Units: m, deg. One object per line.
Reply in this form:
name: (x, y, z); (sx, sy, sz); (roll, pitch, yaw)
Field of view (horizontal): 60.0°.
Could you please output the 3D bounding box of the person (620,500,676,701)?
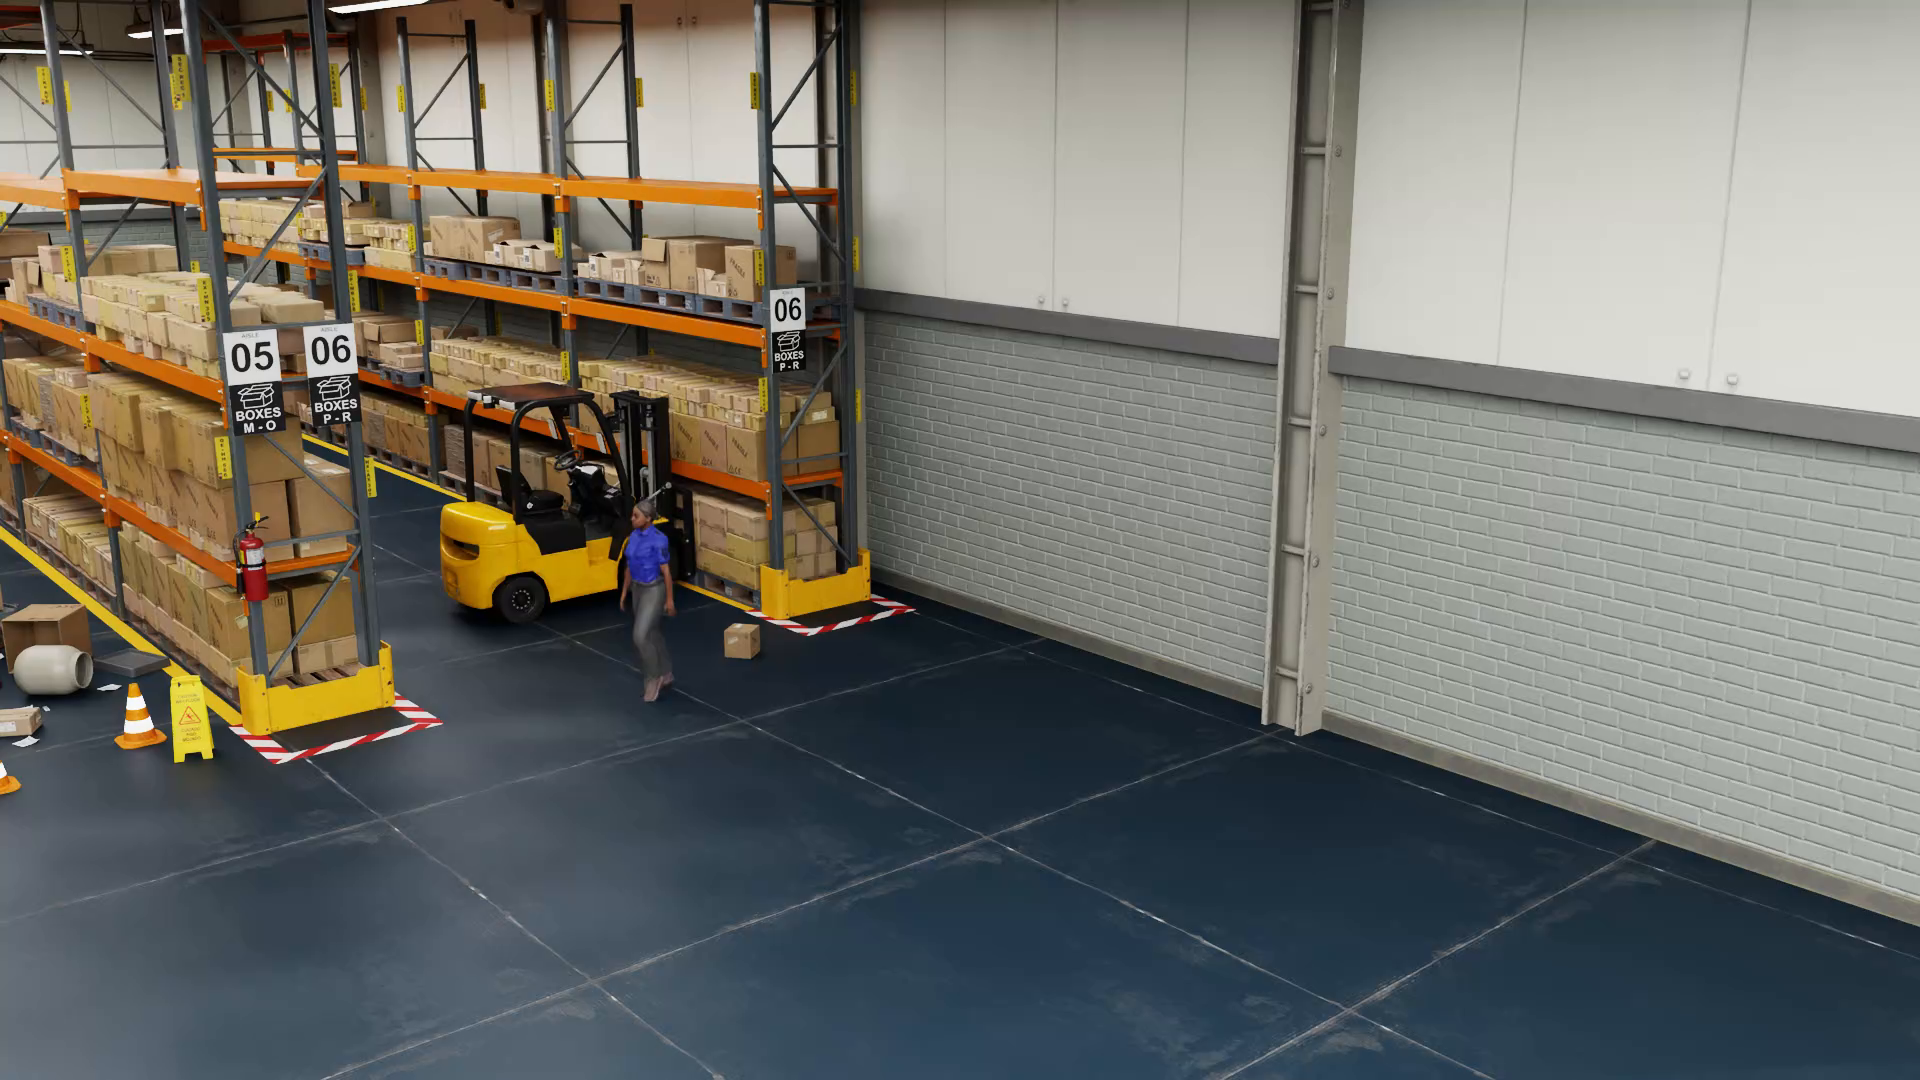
person: (-2.646, 0.509, 14.046); (0.496, 1.723, 0.497); (-13, 19, -43)
